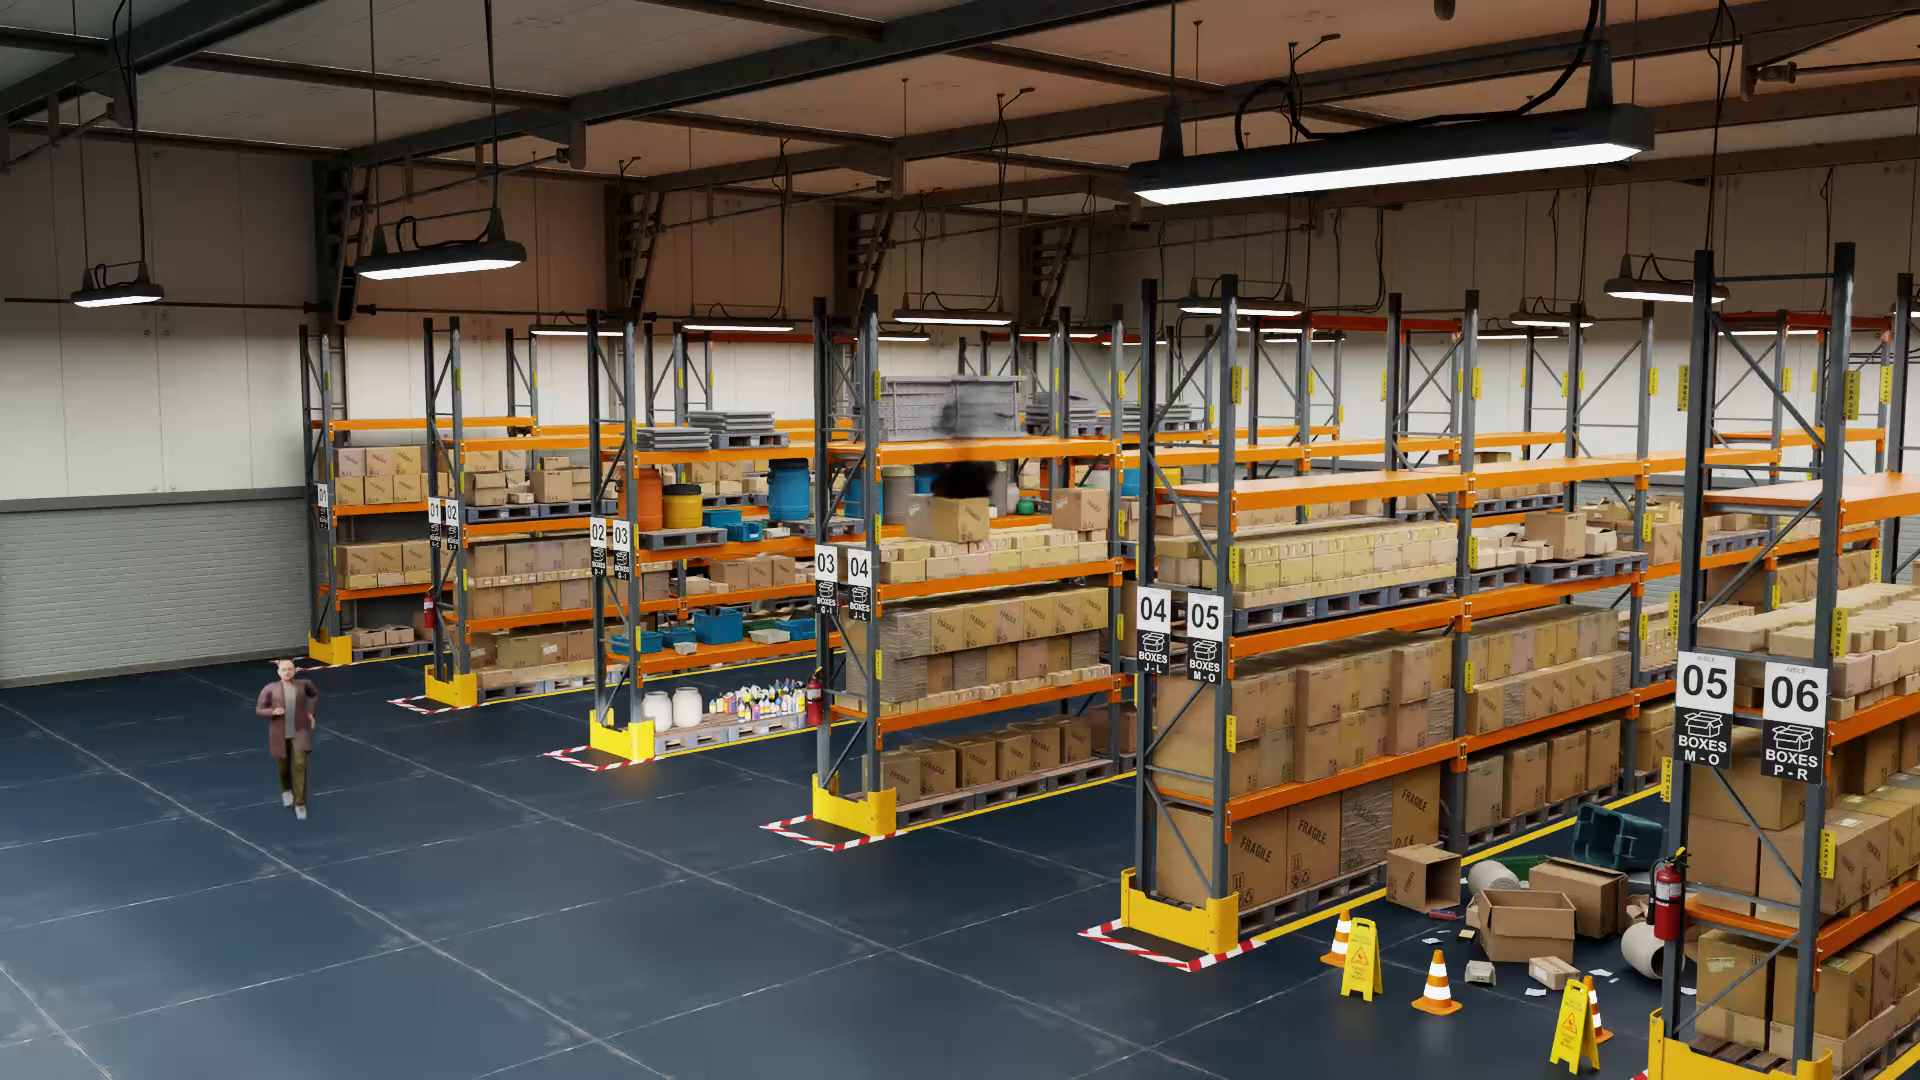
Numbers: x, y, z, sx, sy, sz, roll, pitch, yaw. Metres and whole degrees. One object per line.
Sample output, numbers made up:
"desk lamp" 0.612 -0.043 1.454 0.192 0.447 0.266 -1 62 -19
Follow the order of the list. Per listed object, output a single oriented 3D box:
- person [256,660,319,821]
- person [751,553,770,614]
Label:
"person" -7.837 2.293 19.424 0.698 1.804 0.981 -3 6 -23
"person" -3.884 1.066 32.654 0.608 1.647 0.759 4 7 32
